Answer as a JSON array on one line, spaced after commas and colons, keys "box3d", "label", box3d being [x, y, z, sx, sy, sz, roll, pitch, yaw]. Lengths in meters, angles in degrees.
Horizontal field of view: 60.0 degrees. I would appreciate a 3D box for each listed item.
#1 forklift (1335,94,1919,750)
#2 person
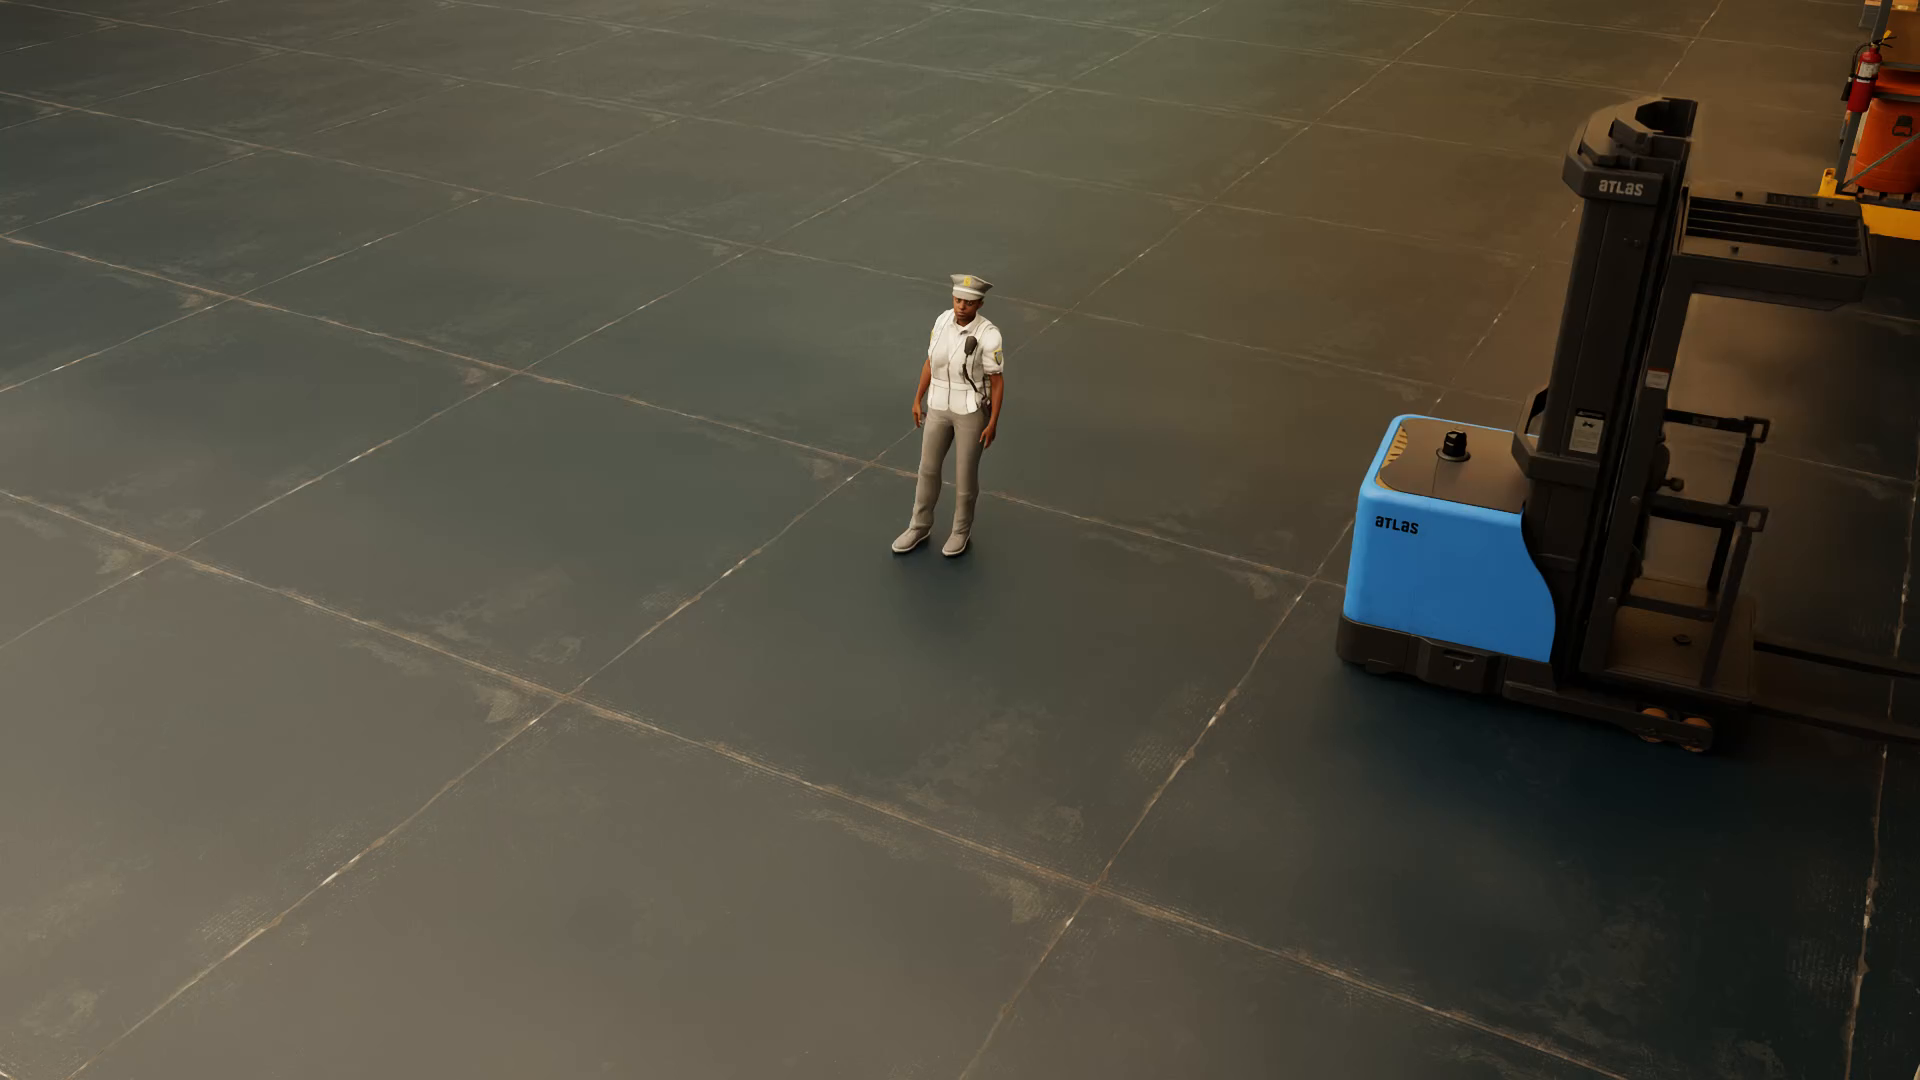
[{"box3d": [3.561, -0.529, 7.987, 3.031, 2.935, 1.130, 12, 32, 20], "label": "forklift"}, {"box3d": [-0.053, -0.712, 9.526, 0.570, 1.697, 0.528, 15, 33, 25], "label": "person"}]
